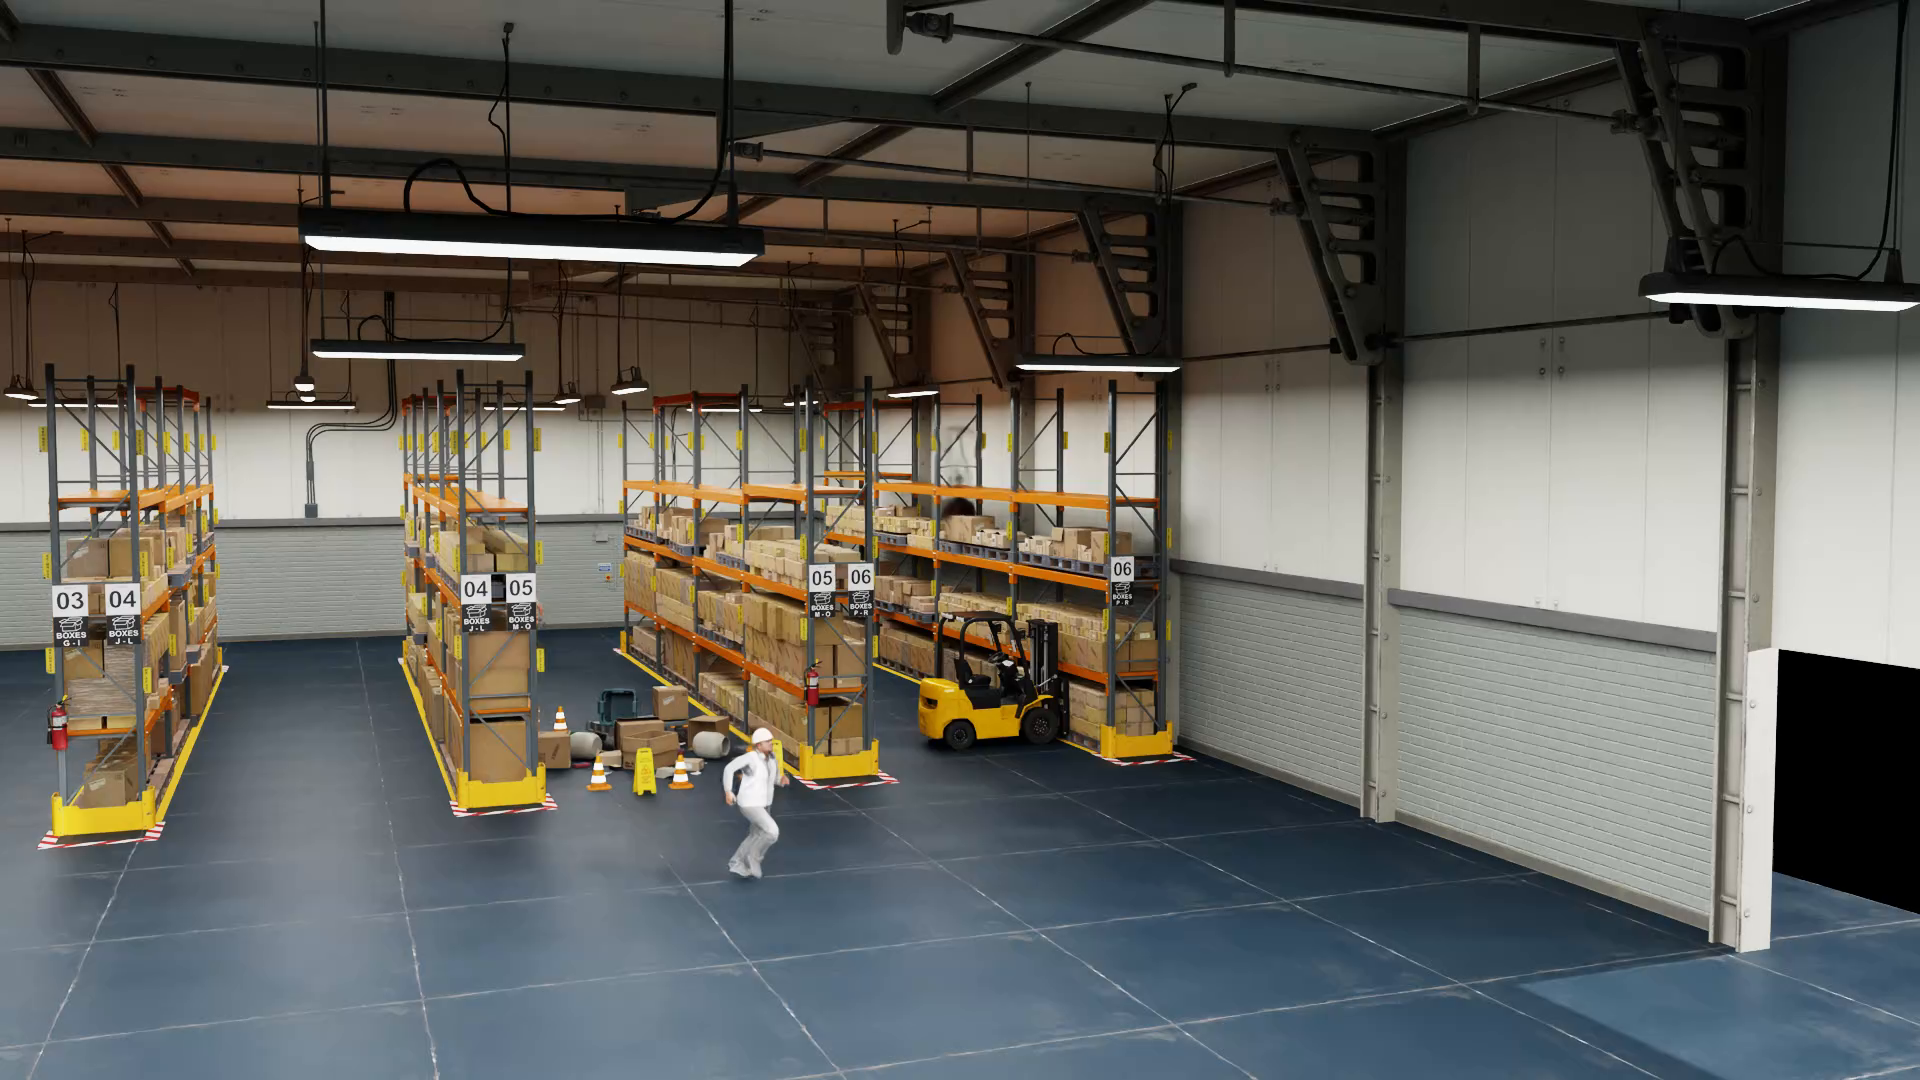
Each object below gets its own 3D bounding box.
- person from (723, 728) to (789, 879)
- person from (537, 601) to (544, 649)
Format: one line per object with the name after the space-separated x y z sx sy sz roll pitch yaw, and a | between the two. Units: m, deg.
-2.307 3.003 18.955 0.782 1.725 0.688 2 4 29 | person
-9.919 1.938 38.046 0.744 1.707 0.652 3 4 38 | person
